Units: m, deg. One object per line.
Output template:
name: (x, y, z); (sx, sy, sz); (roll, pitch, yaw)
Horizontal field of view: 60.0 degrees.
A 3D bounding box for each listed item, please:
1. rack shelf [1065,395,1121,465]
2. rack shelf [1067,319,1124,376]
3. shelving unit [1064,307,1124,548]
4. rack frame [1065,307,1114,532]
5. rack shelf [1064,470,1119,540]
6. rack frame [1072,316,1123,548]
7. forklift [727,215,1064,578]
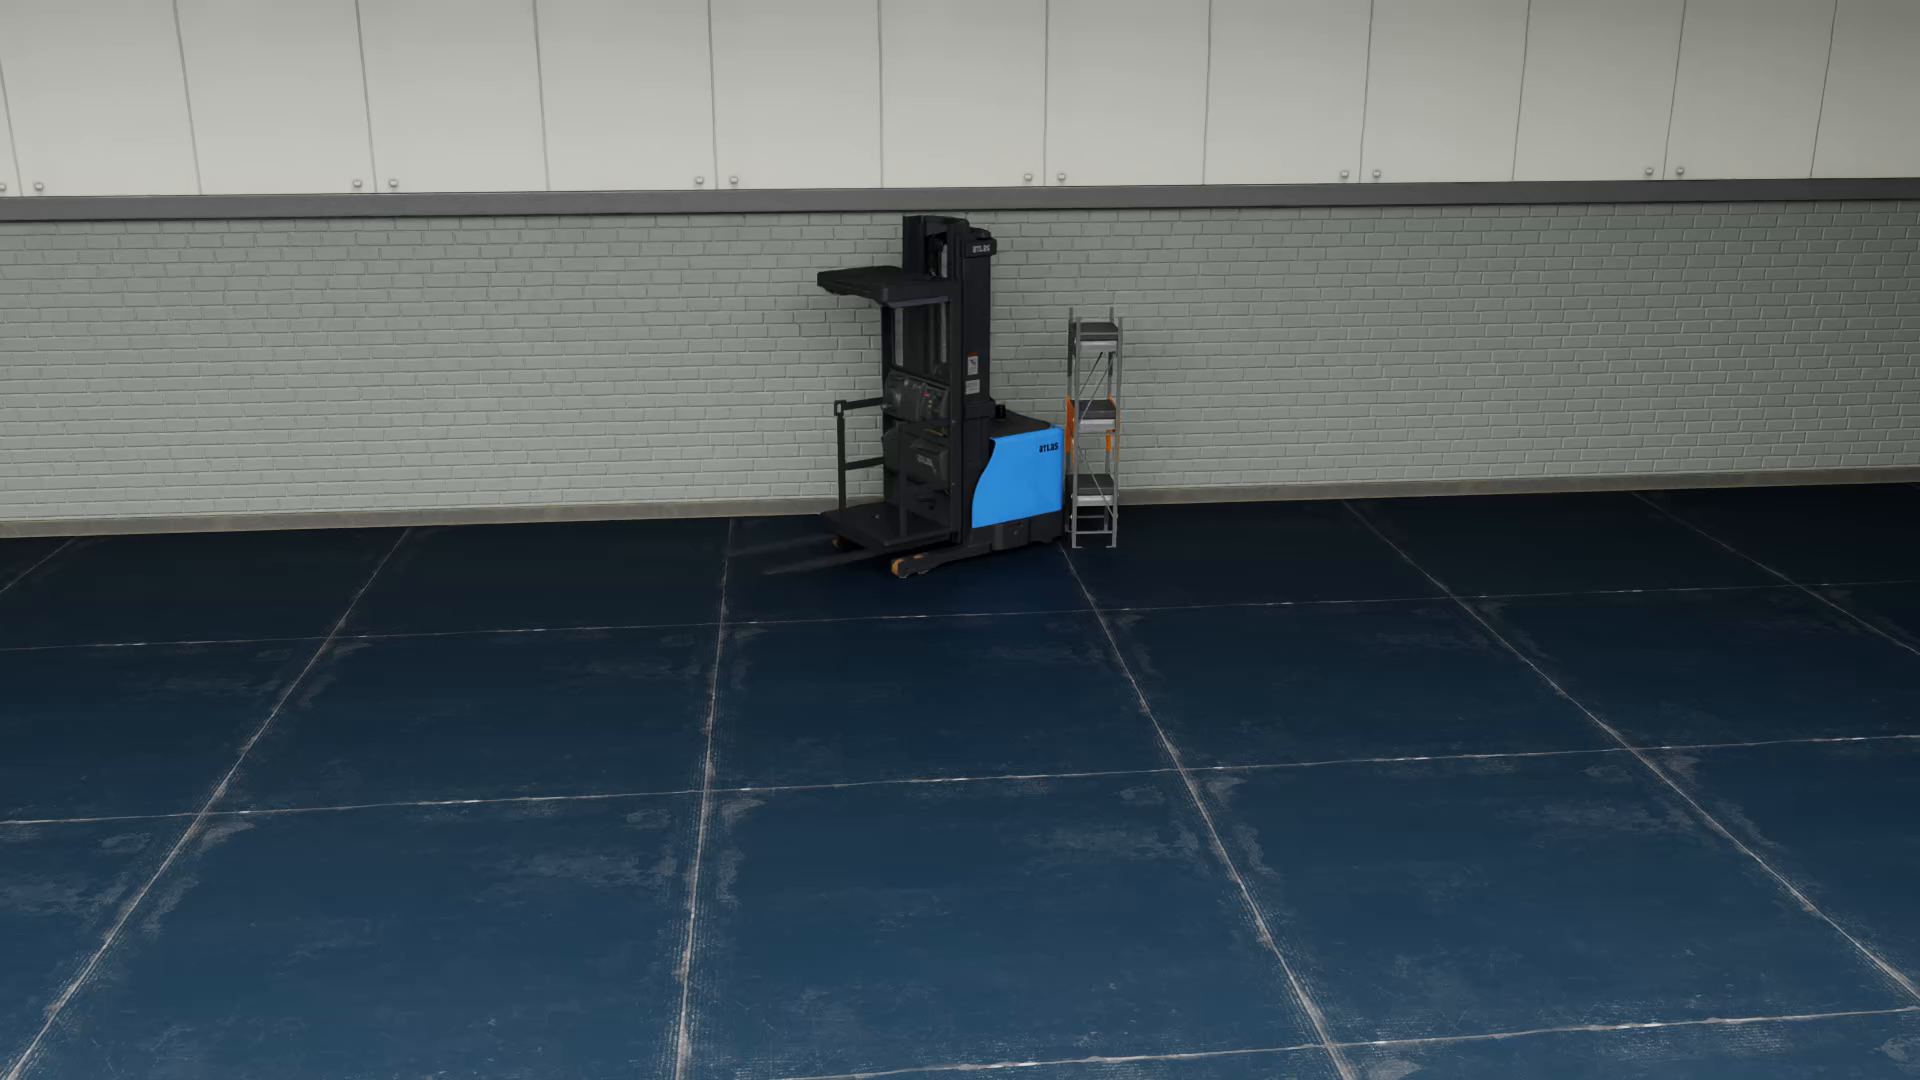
rack shelf: (1.193, -0.993, 14.955); (0.431, 0.518, 0.480); (-1, 17, -4)
rack shelf: (1.193, -1.661, 14.745); (0.431, 0.518, 0.480); (-1, 17, -4)
shelving unit: (1.193, -1.006, 14.950); (0.431, 2.100, 0.503); (-1, 17, -4)
rack frame: (1.175, -1.079, 15.183); (0.400, 2.100, 0.015); (-1, 17, -4)
rack shelf: (1.193, -0.326, 15.164); (0.431, 0.518, 0.480); (-1, 17, -4)
rack frame: (1.211, -0.934, 14.718); (0.400, 2.100, 0.015); (-1, 17, -4)
forklift: (-0.553, -1.250, 14.338); (3.031, 2.935, 1.130); (-12, 21, -33)
